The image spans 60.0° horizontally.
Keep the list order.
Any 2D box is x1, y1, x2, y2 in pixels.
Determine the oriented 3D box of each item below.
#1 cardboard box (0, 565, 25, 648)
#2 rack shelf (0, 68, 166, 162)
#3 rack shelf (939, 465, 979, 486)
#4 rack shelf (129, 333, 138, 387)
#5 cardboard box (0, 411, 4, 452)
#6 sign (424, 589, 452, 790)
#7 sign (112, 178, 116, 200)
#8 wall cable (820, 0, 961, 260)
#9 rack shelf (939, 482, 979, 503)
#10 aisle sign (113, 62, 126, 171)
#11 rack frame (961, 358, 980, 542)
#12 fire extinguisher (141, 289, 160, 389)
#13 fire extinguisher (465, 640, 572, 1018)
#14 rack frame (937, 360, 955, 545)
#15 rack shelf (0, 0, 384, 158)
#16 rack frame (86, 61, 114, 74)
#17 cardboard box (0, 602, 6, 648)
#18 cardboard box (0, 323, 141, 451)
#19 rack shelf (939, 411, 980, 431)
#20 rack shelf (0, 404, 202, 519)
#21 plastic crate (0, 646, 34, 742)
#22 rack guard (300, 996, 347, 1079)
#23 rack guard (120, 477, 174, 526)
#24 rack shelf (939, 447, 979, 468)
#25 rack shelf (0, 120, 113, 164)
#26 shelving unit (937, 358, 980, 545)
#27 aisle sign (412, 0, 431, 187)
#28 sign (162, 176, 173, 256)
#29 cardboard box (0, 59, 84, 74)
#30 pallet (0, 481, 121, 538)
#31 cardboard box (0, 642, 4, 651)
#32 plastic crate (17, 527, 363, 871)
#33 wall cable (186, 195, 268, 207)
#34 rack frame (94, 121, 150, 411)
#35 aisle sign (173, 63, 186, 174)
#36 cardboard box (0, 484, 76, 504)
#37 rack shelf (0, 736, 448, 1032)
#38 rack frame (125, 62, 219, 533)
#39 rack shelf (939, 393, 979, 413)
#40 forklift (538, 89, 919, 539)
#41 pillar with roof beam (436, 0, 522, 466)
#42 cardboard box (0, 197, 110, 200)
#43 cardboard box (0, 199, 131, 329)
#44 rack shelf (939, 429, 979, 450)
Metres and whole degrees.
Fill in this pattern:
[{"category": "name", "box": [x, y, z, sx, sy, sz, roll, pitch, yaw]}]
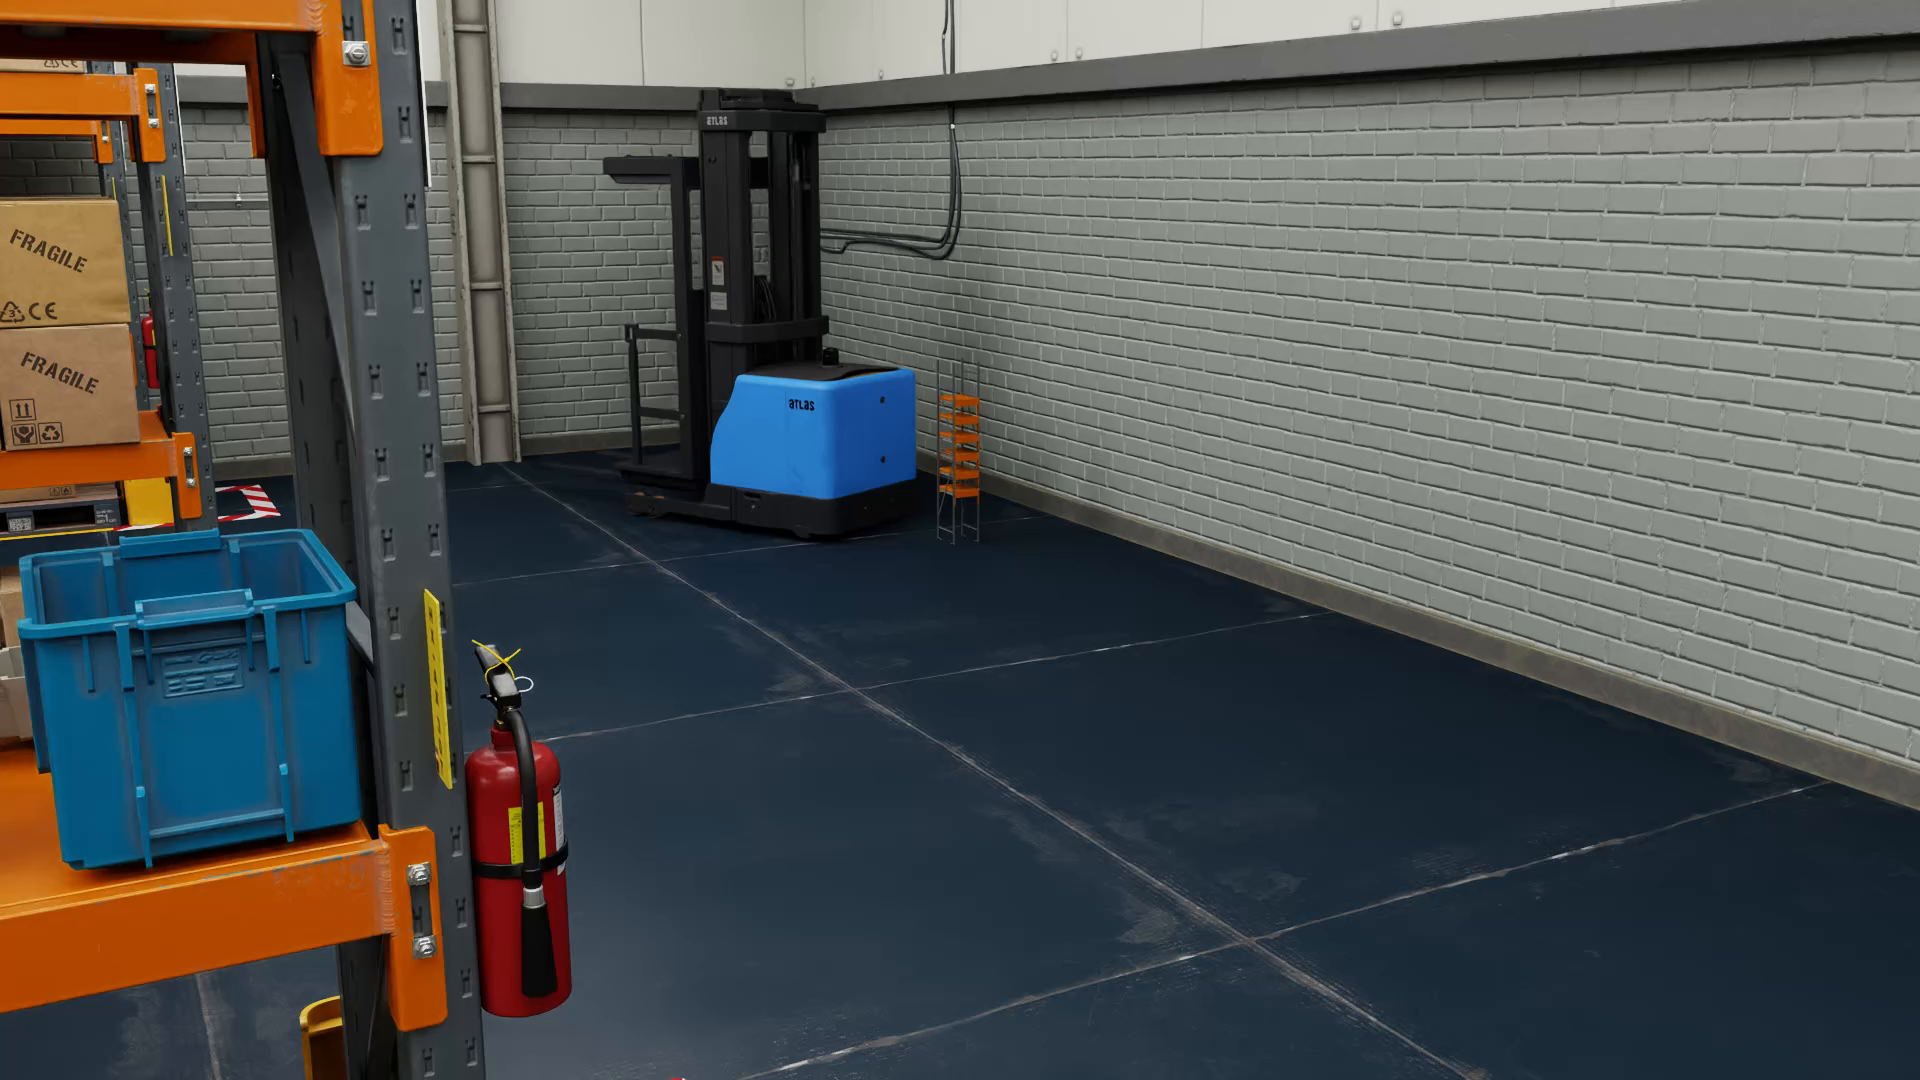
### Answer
[{"category": "cardboard box", "box": [-3.884, 0.381, 7.278, 0.500, 0.500, 0.500, -7, 14, -28]}, {"category": "rack shelf", "box": [-5.280, -1.631, 6.331, 4.000, 0.370, 1.077, -7, 14, -28]}, {"category": "rack shelf", "box": [-0.013, -0.423, 11.007, 0.180, 0.103, 0.258, -7, 14, -28]}, {"category": "rack shelf", "box": [-7.657, -1.122, 10.901, 4.000, 0.370, 1.077, -7, 14, -28]}, {"category": "cardboard box", "box": [-4.241, -0.623, 6.818, 0.500, 0.500, 0.500, -7, 14, -27]}, {"category": "sign", "box": [-0.877, 0.251, 2.792, 0.005, 0.325, 0.100, -7, 14, -28]}, {"category": "sign", "box": [-5.654, -2.258, 11.133, 0.005, 0.325, 0.100, -7, 14, -28]}, {"category": "wall cable", "box": [-0.766, -3.621, 13.777, 0.112, 2.526, 3.097, -7, 14, -28]}, {"category": "rack shelf", "box": [-0.013, -0.306, 11.033, 0.180, 0.103, 0.258, -7, 14, -28]}, {"category": "aisle sign", "box": [-5.694, -2.901, 11.248, 0.004, 0.787, 0.394, -7, 14, -28]}, {"category": "rack frame", "box": [0.068, -0.593, 11.013, 0.006, 1.200, 0.240, -7, 14, -28]}, {"category": "fire extinguisher", "box": [-5.548, -1.391, 11.482, 0.183, 0.674, 0.296, -7, 14, -28]}, {"category": "fire extinguisher", "box": [-0.804, 0.517, 3.004, 0.183, 0.674, 0.296, -7, 14, -28]}, {"category": "rack frame", "box": [-0.093, -0.574, 10.928, 0.006, 1.200, 0.240, -7, 14, -28]}, {"category": "rack shelf", "box": [-2.910, -0.676, 2.088, 4.000, 0.370, 1.077, -7, 14, -28]}, {"category": "rack frame", "box": [-5.901, -4.610, 11.098, 0.127, 3.000, 1.000, -7, 14, -28]}, {"category": "cardboard box", "box": [-4.577, 0.453, 7.525, 0.500, 0.250, 0.500, -7, 14, -28]}, {"category": "cardboard box", "box": [-3.787, -0.678, 7.063, 0.500, 0.500, 0.500, -6, 14, -26]}, {"category": "rack shelf", "box": [-0.013, -0.775, 10.928, 0.180, 0.103, 0.258, -7, 14, -28]}, {"category": "rack shelf", "box": [-5.280, -0.168, 6.661, 4.000, 0.370, 1.077, -7, 14, -28]}, {"category": "plastic crate", "box": [-1.850, 0.306, 3.383, 0.298, 0.136, 0.250, -7, 14, -28]}, {"category": "rack guard", "box": [-1.140, 1.440, 3.570, 0.348, 0.500, 1.175, -7, 14, -28]}, {"category": "rack guard", "box": [-5.880, -0.466, 12.043, 0.348, 0.500, 1.175, -7, 14, -28]}, {"category": "rack shelf", "box": [-0.013, -0.540, 10.980, 0.180, 0.103, 0.258, -7, 14, -28]}, {"category": "rack shelf", "box": [-7.657, -2.585, 10.572, 4.000, 0.370, 1.077, -7, 14, -28]}, {"category": "shelving unit", "box": [-0.013, -0.584, 10.971, 0.189, 1.200, 0.258, -7, 14, -28]}, {"category": "aisle sign", "box": [-0.951, -0.993, 2.771, 0.004, 0.787, 0.394, -7, 14, -28]}, {"category": "sign", "box": [-3.276, -1.339, 6.870, 0.005, 0.325, 0.100, -7, 14, -28]}, {"category": "cardboard box", "box": [-3.849, -2.014, 6.738, 0.500, 0.250, 0.500, -7, 14, -28]}, {"category": "pallet", "box": [-6.566, -0.224, 11.622, 1.213, 0.211, 1.003, -7, 14, -28]}, {"category": "cardboard box", "box": [-4.282, 0.569, 7.202, 0.250, 0.166, 0.380, -7, 14, -28]}, {"category": "plastic crate", "box": [-1.359, 0.251, 2.946, 0.499, 0.435, 0.616, -7, 14, -28]}, {"category": "wall cable", "box": [-5.231, -2.496, 13.054, 1.851, 1.984, 0.084, -7, 14, -28]}, {"category": "rack frame", "box": [-5.901, -1.683, 11.757, 0.127, 3.000, 1.000, -7, 14, -28]}, {"category": "aisle sign", "box": [-3.318, -1.945, 7.001, 0.004, 0.787, 0.394, -7, 14, -28]}, {"category": "cardboard box", "box": [-6.468, -0.576, 11.572, 0.500, 0.500, 0.700, -7, 14, -28]}, {"category": "rack shelf", "box": [-2.910, 0.787, 2.417, 4.000, 0.370, 1.077, -7, 14, -28]}, {"category": "rack frame", "box": [-3.525, -0.729, 7.517, 0.127, 3.000, 1.000, -7, 14, -28]}, {"category": "rack shelf", "box": [-0.013, -0.892, 10.901, 0.180, 0.103, 0.258, -7, 14, -28]}, {"category": "forklift", "box": [-1.792, -1.666, 11.838, 3.031, 2.935, 1.130, 9, 15, 34]}, {"category": "pillar with roof beam", "box": [-1.883, -4.231, 9.415, 0.400, 9.000, 9.100, -7, 14, -28]}, {"category": "cardboard box", "box": [-4.040, -1.270, 7.414, 0.500, 0.500, 0.500, -6, 14, -26]}, {"category": "cardboard box", "box": [-3.783, -1.166, 6.952, 0.500, 0.500, 0.500, -7, 14, -28]}, {"category": "rack shelf", "box": [-0.013, -0.658, 10.954, 0.180, 0.103, 0.258, -7, 14, -28]}]
